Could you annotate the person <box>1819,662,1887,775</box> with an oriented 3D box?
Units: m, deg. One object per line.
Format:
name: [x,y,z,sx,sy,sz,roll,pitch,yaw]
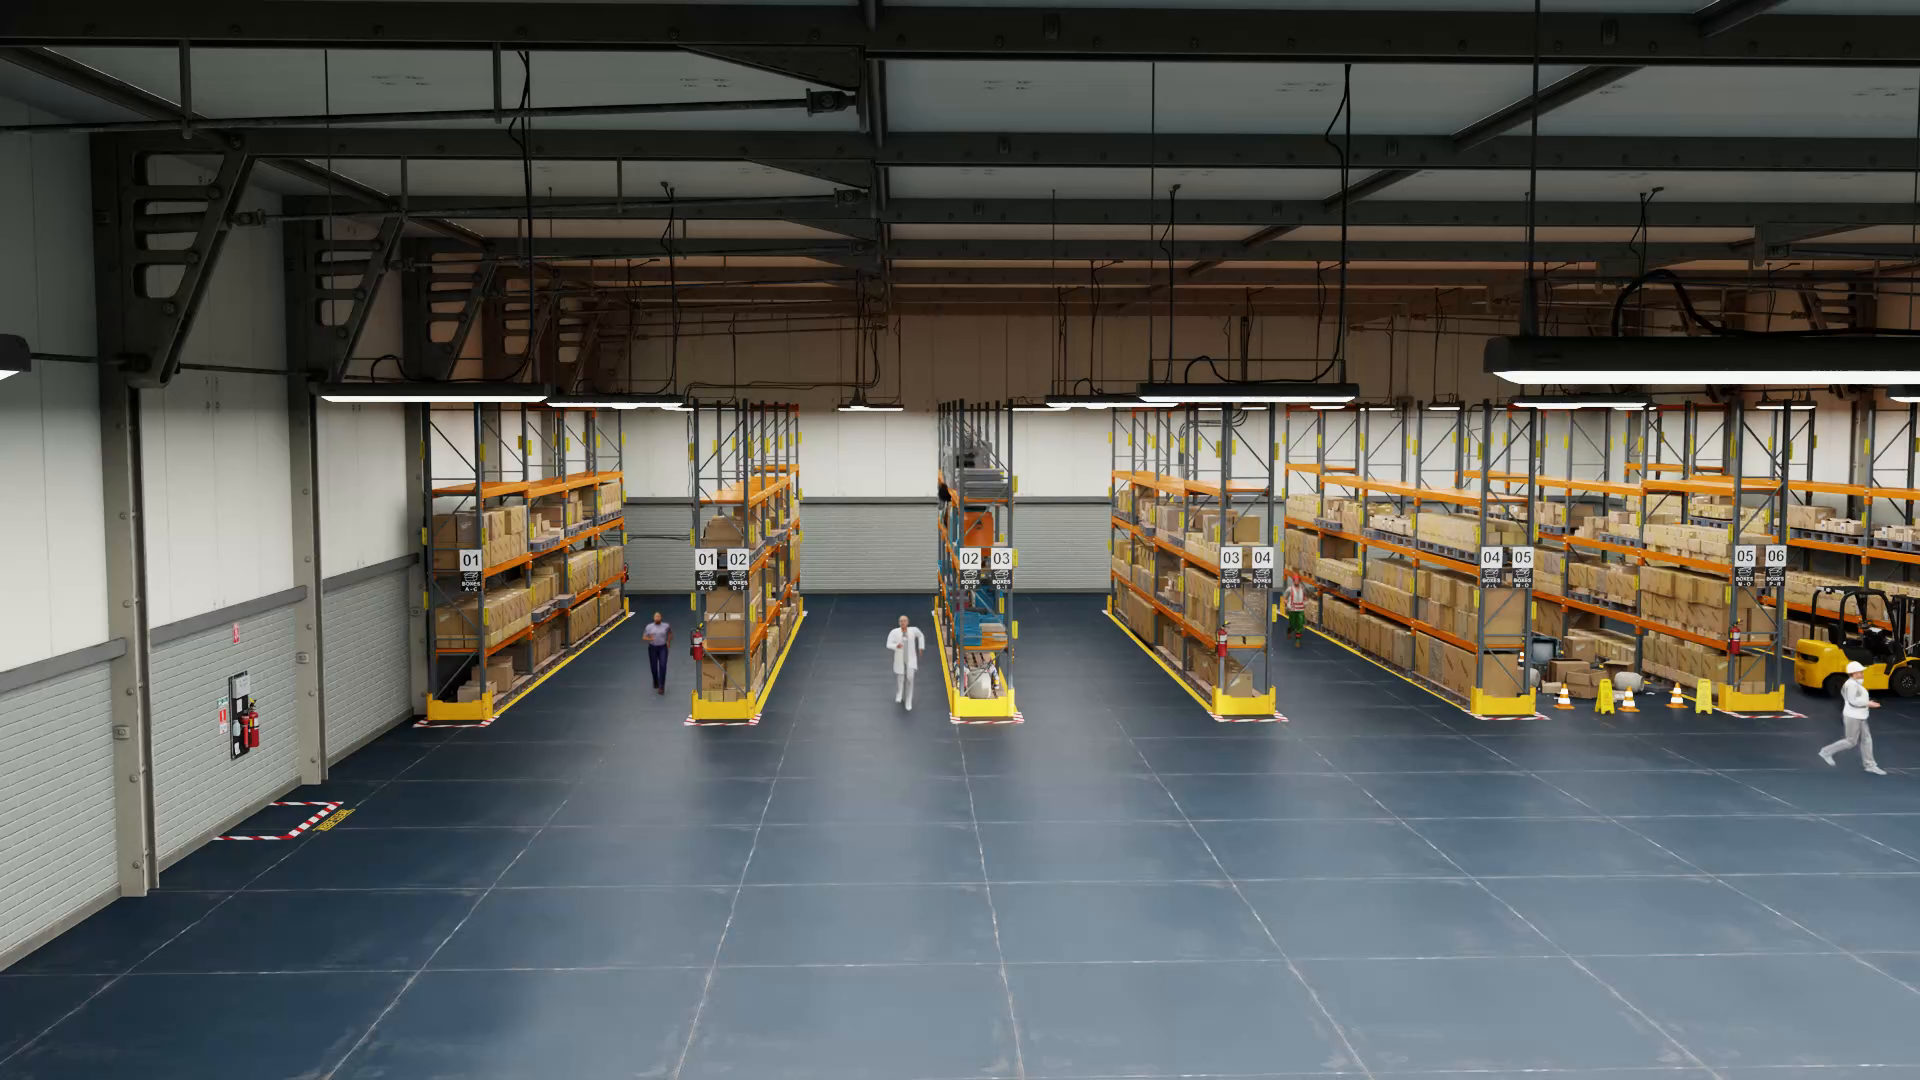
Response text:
person: [14.226,2.818,26.419,0.927,1.770,0.662,3,5,36]

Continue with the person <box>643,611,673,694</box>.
person: [-6.196,2.292,34.117,0.608,1.634,0.880,-1,4,-8]

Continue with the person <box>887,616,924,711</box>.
person: [-1.060,2.376,32.454,0.727,1.837,0.984,0,4,-1]

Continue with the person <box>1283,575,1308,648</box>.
person: [8.277,1.740,40.928,0.653,1.758,0.818,0,4,-6]
